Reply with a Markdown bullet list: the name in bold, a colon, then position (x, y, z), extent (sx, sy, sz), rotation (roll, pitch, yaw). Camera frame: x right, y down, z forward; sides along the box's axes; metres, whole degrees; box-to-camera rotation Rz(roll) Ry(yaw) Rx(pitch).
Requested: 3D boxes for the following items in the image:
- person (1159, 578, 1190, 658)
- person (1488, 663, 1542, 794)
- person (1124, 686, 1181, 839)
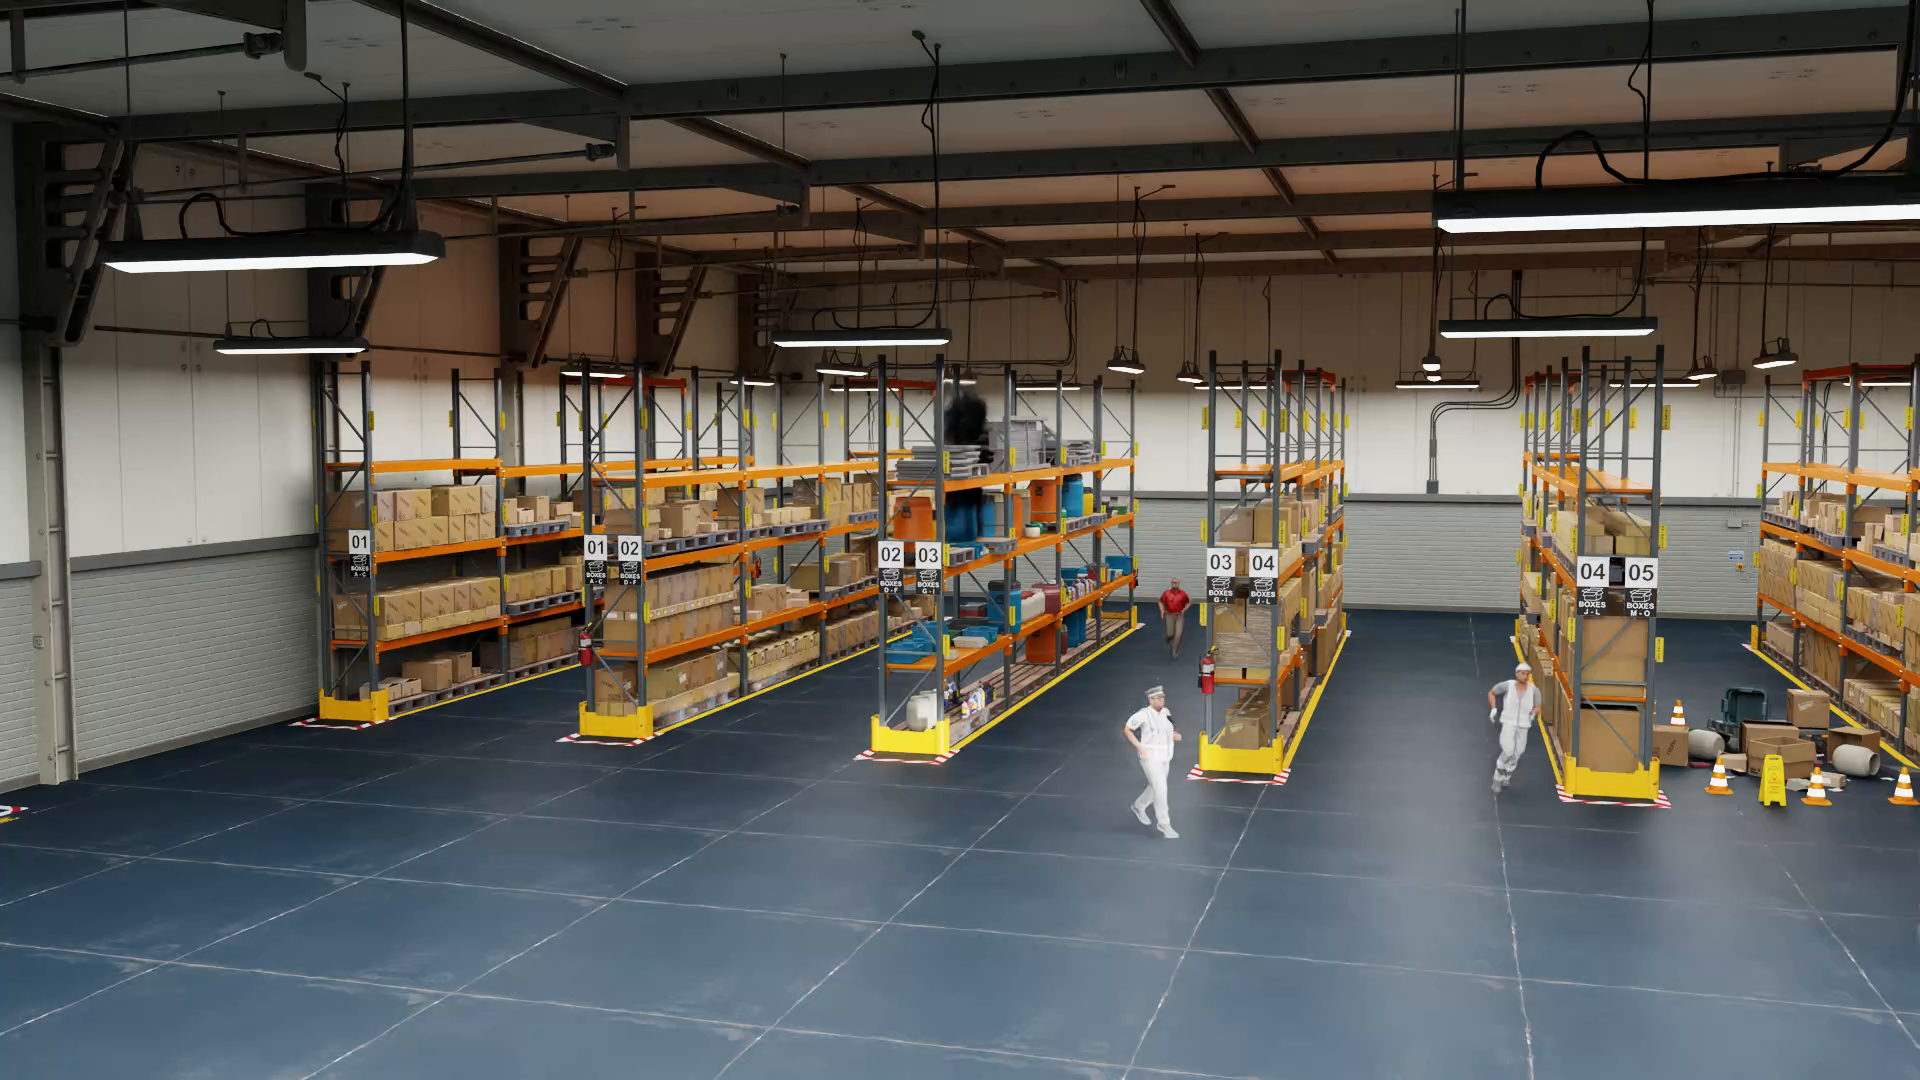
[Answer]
- **person**: position (4.552, 1.651, 35.215), extent (0.663, 1.676, 0.557), rotation (0, 4, 2)
- **person**: position (7.494, 2.524, 22.408), extent (0.658, 1.770, 0.755), rotation (0, 4, 4)
- **person**: position (2.373, 2.663, 20.258), extent (0.653, 1.811, 0.844), rotation (-4, 6, -44)
